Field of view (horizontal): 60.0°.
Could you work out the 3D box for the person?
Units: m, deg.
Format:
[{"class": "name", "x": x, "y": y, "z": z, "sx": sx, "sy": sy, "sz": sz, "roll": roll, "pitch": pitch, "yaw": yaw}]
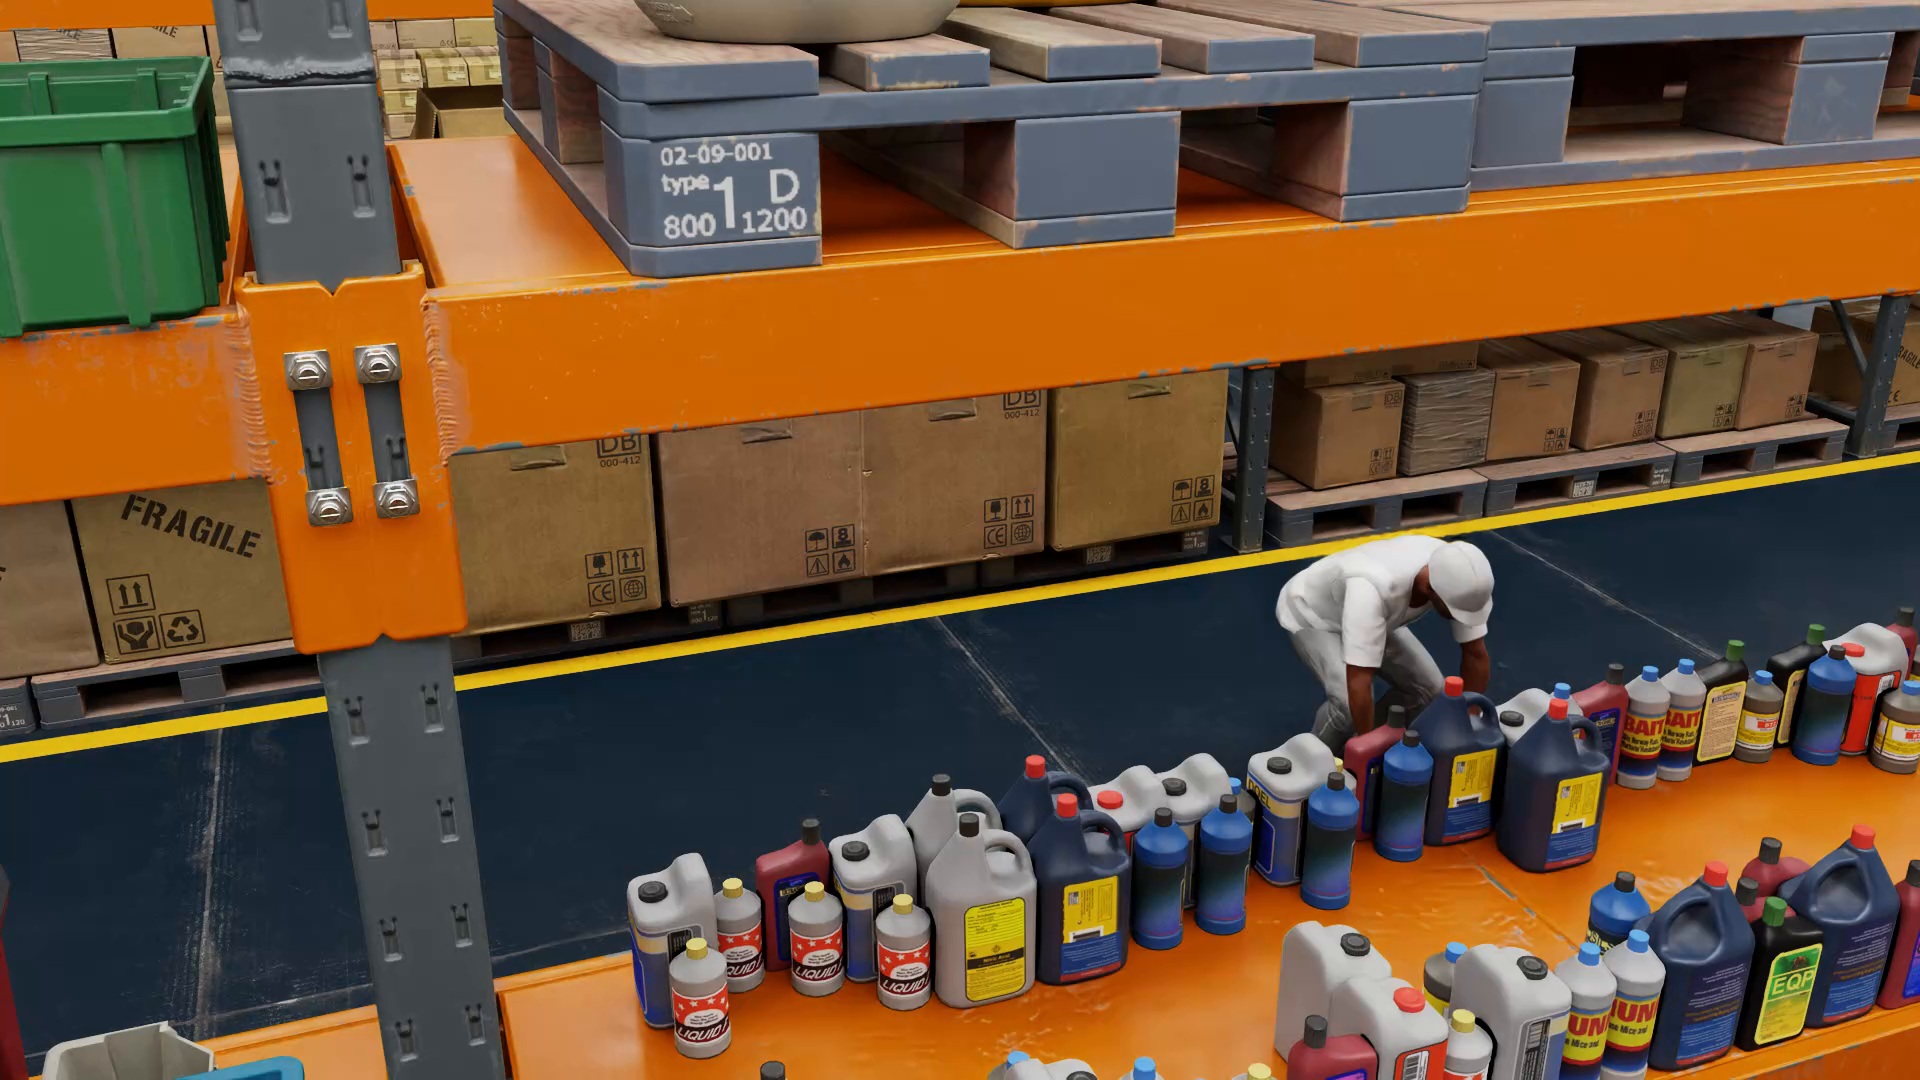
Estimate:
[{"class": "person", "x": 1.541, "y": 0.427, "z": 5.986, "sx": 0.593, "sy": 1.038, "sz": 0.884, "roll": -8, "pitch": 24, "yaw": -19}]
